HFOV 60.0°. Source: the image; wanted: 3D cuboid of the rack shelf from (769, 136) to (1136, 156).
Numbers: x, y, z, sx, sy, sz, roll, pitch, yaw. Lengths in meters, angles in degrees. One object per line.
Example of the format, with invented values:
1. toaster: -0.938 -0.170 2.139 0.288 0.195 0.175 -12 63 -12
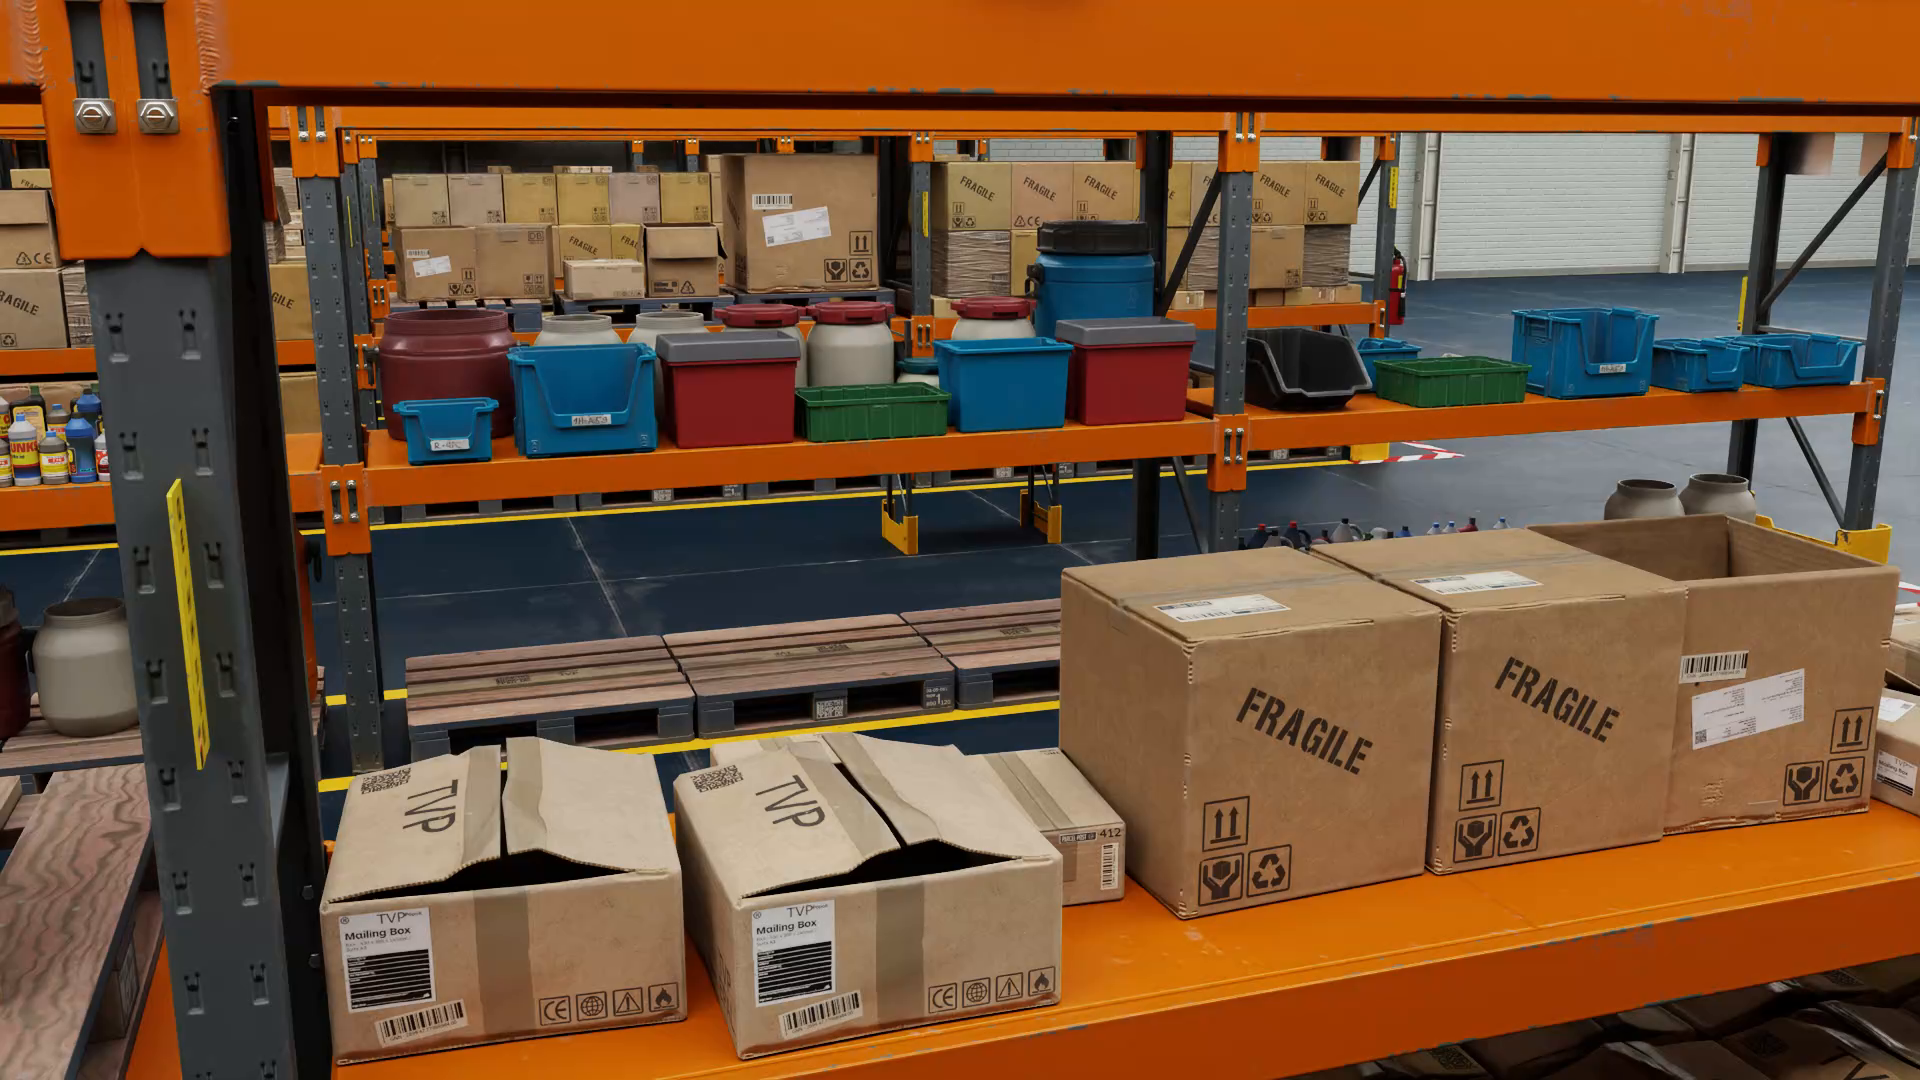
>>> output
1. rack shelf: -0.027 -4.316 17.880 4.000 0.370 1.077 -4 14 -18

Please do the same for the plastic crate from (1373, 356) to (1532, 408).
1. plastic crate: 2.520 -0.813 8.537 0.662 0.188 0.450 -4 14 -18

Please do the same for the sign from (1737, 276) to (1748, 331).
1. sign: 4.763 -1.429 10.070 0.005 0.325 0.100 -4 14 -18

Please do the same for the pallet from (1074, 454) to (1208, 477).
1. pallet: 1.347 -0.756 13.865 1.213 0.211 1.003 -4 14 -18

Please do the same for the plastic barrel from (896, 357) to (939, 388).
1. plastic barrel: -0.160 -0.747 8.099 0.301 0.262 0.301 0 13 0

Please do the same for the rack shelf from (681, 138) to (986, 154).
1. rack shelf: -1.702 -5.395 22.413 4.000 0.370 1.077 -4 14 -18

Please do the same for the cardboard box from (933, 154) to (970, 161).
1. cardboard box: -0.221 -5.027 22.776 0.500 0.500 0.700 -5 14 -19

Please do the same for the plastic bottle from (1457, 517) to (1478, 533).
1. plastic bottle: 2.896 0.012 9.528 0.133 0.283 0.061 -4 14 -17

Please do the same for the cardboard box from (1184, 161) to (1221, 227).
1. cardboard box: 1.965 -2.770 13.286 0.500 0.500 0.500 -4 14 -18

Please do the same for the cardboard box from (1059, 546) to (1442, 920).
1. cardboard box: 0.513 0.328 3.066 0.500 0.500 0.500 -5 14 -21

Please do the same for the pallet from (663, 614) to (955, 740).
1. pallet: -0.747 0.636 8.013 1.213 0.211 1.003 -4 14 -18

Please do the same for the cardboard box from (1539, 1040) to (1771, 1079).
1. cardboard box: 1.462 1.238 3.278 0.500 0.311 0.500 -4 14 -18

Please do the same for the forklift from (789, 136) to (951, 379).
1. forklift: -1.115 -2.460 15.153 3.031 2.935 1.130 -4 14 -18

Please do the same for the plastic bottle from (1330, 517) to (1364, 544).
1. plastic bottle: 2.150 0.048 9.233 0.185 0.351 0.144 -5 14 -18

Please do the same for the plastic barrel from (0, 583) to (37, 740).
1. plastic barrel: -4.177 0.509 6.823 0.708 0.588 0.600 -4 14 -18

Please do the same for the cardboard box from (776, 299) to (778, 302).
1. cardboard box: -2.448 -3.396 22.350 0.500 0.500 0.500 -4 14 -16

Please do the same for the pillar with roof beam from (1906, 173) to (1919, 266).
1. pillar with roof beam: 21.780 -9.413 31.271 0.400 9.000 9.100 -4 14 -18

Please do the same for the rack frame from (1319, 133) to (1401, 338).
1. rack frame: 3.355 -2.259 14.160 0.127 3.000 1.000 -4 14 -18

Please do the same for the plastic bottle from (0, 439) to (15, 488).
1. plastic bottle: -3.690 -0.305 6.373 0.097 0.201 0.097 0 13 0

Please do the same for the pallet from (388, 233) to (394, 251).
1. pallet: -6.747 -3.825 21.157 1.003 0.211 1.213 -4 14 -18

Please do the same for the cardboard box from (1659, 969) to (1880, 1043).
1. cardboard box: 1.772 1.081 3.939 0.500 0.311 0.500 -5 14 -19

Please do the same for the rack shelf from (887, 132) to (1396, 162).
1. rack shelf: 1.459 -3.221 13.275 4.000 0.370 1.077 -4 14 -18

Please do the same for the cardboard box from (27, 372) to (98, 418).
1. cardboard box: -5.736 -0.729 11.410 0.875 0.875 1.225 -4 14 -18

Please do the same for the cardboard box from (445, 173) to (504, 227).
1. cardboard box: -4.806 -3.368 16.443 0.500 0.500 0.700 -5 14 -19

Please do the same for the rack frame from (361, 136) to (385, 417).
1. rack frame: -5.714 -2.764 16.282 0.127 3.000 1.000 -4 14 -18

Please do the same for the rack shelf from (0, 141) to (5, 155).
1. rack shelf: -13.075 -4.509 18.690 4.000 0.370 1.077 -4 14 -18

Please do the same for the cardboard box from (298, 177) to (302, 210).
1. cardboard box: -7.795 -4.282 20.286 0.500 0.500 0.500 -5 14 -20

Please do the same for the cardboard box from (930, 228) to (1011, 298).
1. cardboard box: 0.010 -2.177 12.955 0.500 0.500 0.875 -4 14 -18

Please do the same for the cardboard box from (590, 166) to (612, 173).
1. cardboard box: -4.612 -4.714 21.309 0.250 0.149 0.380 -5 14 -20

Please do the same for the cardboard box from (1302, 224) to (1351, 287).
1. cardboard box: 2.825 -2.418 13.968 0.500 0.500 0.875 -4 14 -18

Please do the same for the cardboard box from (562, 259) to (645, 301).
1. cardboard box: -2.566 -1.874 11.954 0.500 0.250 0.500 -5 14 -20

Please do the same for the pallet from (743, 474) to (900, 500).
1. pallet: -1.174 -0.550 12.998 1.213 0.211 1.003 -4 14 -18

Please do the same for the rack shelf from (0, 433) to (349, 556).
1. rack shelf: -4.544 -0.085 6.573 4.000 0.370 1.077 -4 14 -18

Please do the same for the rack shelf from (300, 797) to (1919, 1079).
1. rack shelf: 0.824 0.706 3.246 4.000 0.370 1.077 -4 14 -18

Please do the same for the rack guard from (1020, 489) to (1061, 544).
1. rack guard: 0.544 -0.164 11.292 0.087 0.250 0.587 -4 14 -18

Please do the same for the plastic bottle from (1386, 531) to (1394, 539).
1. plastic bottle: 2.339 0.093 9.189 0.133 0.283 0.061 -4 14 -18

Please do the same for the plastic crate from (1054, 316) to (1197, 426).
1. plastic crate: 0.782 -0.806 7.912 0.583 0.464 0.402 -4 14 -18

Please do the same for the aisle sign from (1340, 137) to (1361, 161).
1. aisle sign: 3.318 -3.595 14.155 0.004 0.787 0.394 -4 14 -18

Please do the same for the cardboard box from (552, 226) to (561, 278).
1. cardboard box: -4.243 -2.862 16.478 0.500 0.500 0.500 -4 14 -18

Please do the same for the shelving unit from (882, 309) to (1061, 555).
1. shelving unit: 0.072 -0.735 10.993 1.083 1.500 0.587 -4 14 -18

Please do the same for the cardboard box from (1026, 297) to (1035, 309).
1. cardboard box: 0.566 -1.853 12.992 0.250 0.149 0.380 -4 14 -18

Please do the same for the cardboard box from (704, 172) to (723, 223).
1. cardboard box: -2.391 -3.557 17.237 0.500 0.500 0.700 -5 14 -19

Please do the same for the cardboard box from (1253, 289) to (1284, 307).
1. cardboard box: 2.451 -2.008 13.645 0.250 0.149 0.380 -4 14 -18

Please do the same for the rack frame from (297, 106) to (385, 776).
1. rack frame: -2.648 -0.583 7.111 0.127 3.000 1.000 -4 14 -18

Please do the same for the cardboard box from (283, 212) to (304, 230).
1. cardboard box: -6.271 -2.981 15.543 0.250 0.149 0.380 -5 14 -19

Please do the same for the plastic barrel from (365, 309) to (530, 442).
1. plastic barrel: -2.305 -0.750 7.518 0.708 0.536 0.600 -4 14 -18

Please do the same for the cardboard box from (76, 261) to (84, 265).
1. cardboard box: -5.748 -1.664 11.442 0.500 0.500 0.500 -5 14 -19

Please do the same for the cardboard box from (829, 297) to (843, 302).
1. cardboard box: -1.304 -2.261 17.851 0.875 0.875 0.875 -4 14 -17

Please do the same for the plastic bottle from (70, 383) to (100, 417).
1. plastic bottle: -3.741 -0.531 7.145 0.133 0.283 0.061 -4 14 -18

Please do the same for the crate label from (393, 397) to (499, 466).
1. crate label: -2.129 -0.450 6.915 0.416 0.233 0.303 -4 14 -18

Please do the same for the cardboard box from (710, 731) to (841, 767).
1. cardboard box: -0.307 0.499 3.105 0.250 0.149 0.380 -4 14 -18
